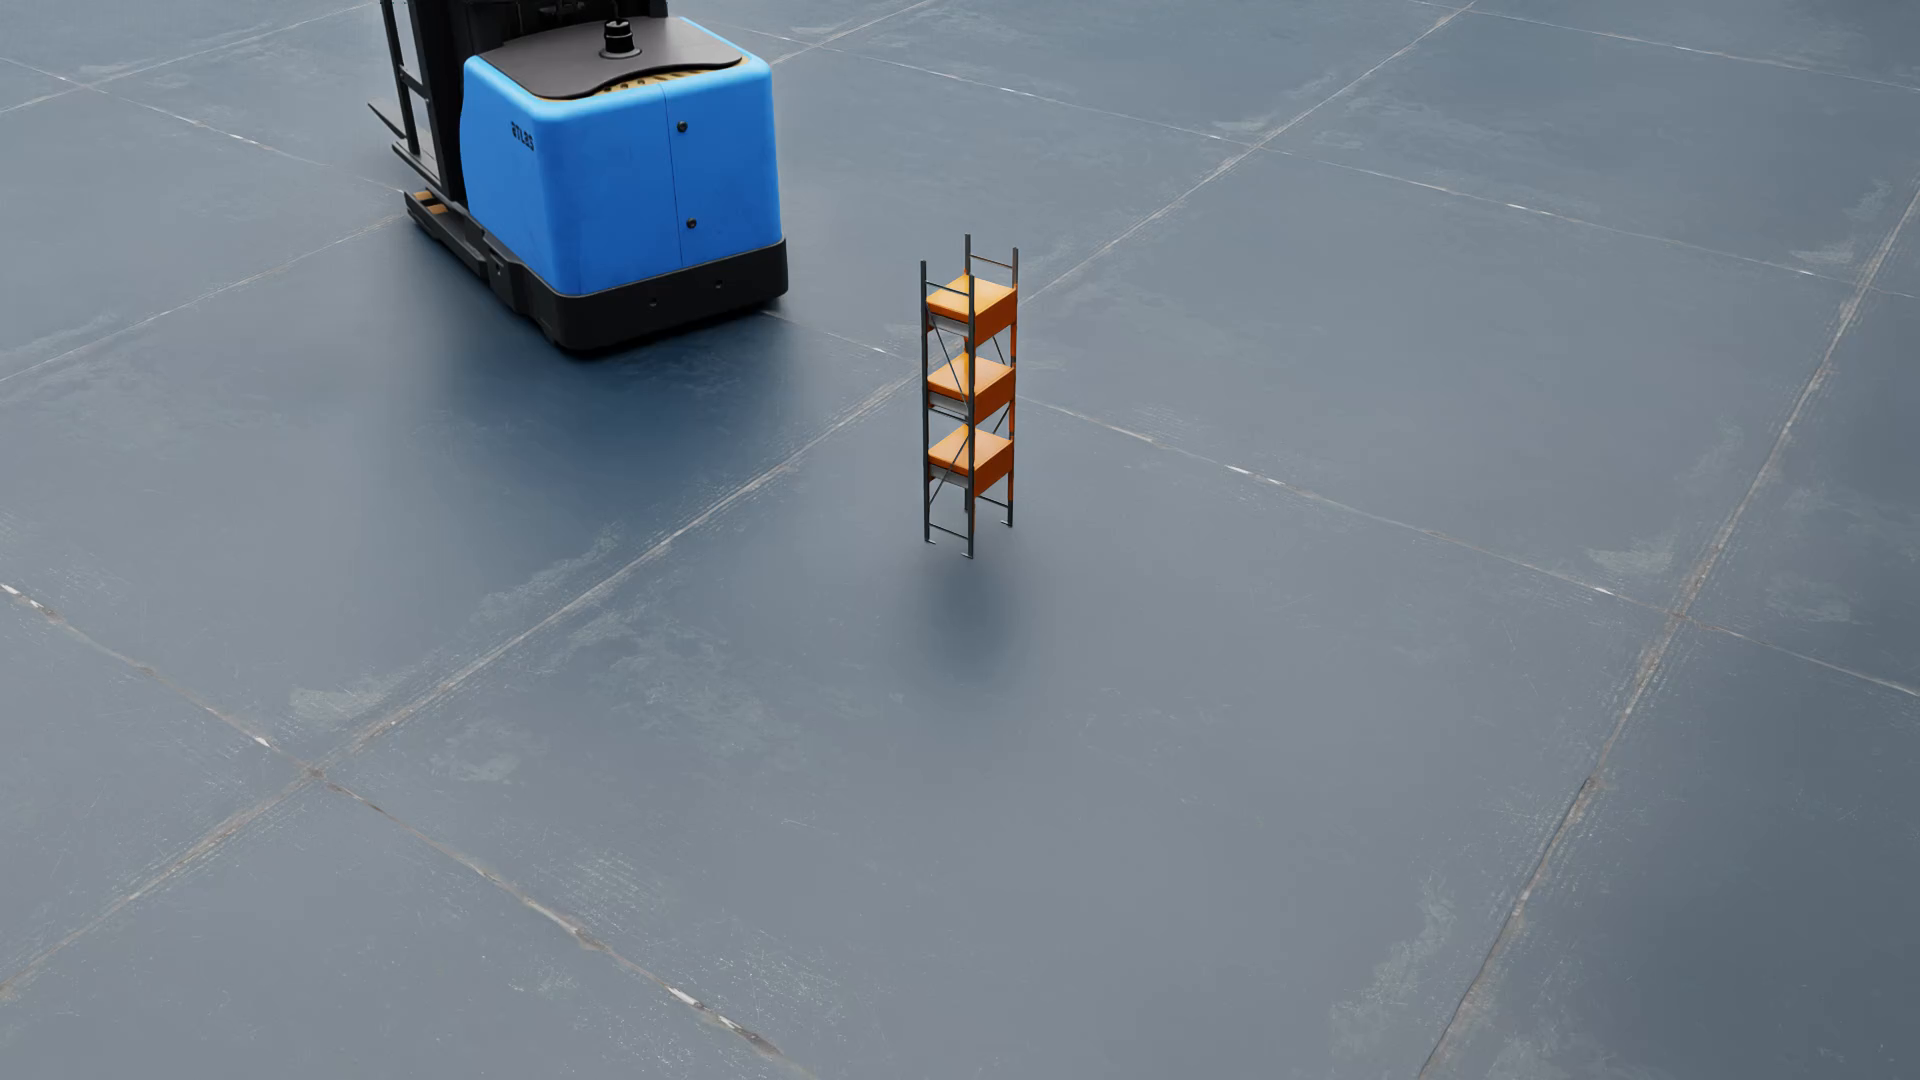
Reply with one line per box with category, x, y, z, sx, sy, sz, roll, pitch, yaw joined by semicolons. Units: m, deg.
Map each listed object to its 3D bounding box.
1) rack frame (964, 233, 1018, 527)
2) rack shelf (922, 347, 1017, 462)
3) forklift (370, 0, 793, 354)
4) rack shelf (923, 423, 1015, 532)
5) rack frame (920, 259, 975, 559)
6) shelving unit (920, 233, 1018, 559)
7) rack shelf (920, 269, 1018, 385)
rack frame;0.100;-0.516;5.575;0.200;1.050;0.008;21;39;28
rack shelf;0.031;-0.451;5.498;0.215;0.259;0.240;21;39;28
forklift;-1.977;-2.750;7.201;1.130;2.935;3.031;-21;39;-28
rack shelf;0.031;-0.221;5.654;0.215;0.259;0.240;21;39;28
rack frame;-0.039;-0.403;5.409;0.200;1.050;0.008;21;39;28
shelving unit;0.031;-0.460;5.492;0.215;1.050;0.252;21;39;28
rack shelf;0.031;-0.686;5.339;0.215;0.259;0.240;21;39;28
